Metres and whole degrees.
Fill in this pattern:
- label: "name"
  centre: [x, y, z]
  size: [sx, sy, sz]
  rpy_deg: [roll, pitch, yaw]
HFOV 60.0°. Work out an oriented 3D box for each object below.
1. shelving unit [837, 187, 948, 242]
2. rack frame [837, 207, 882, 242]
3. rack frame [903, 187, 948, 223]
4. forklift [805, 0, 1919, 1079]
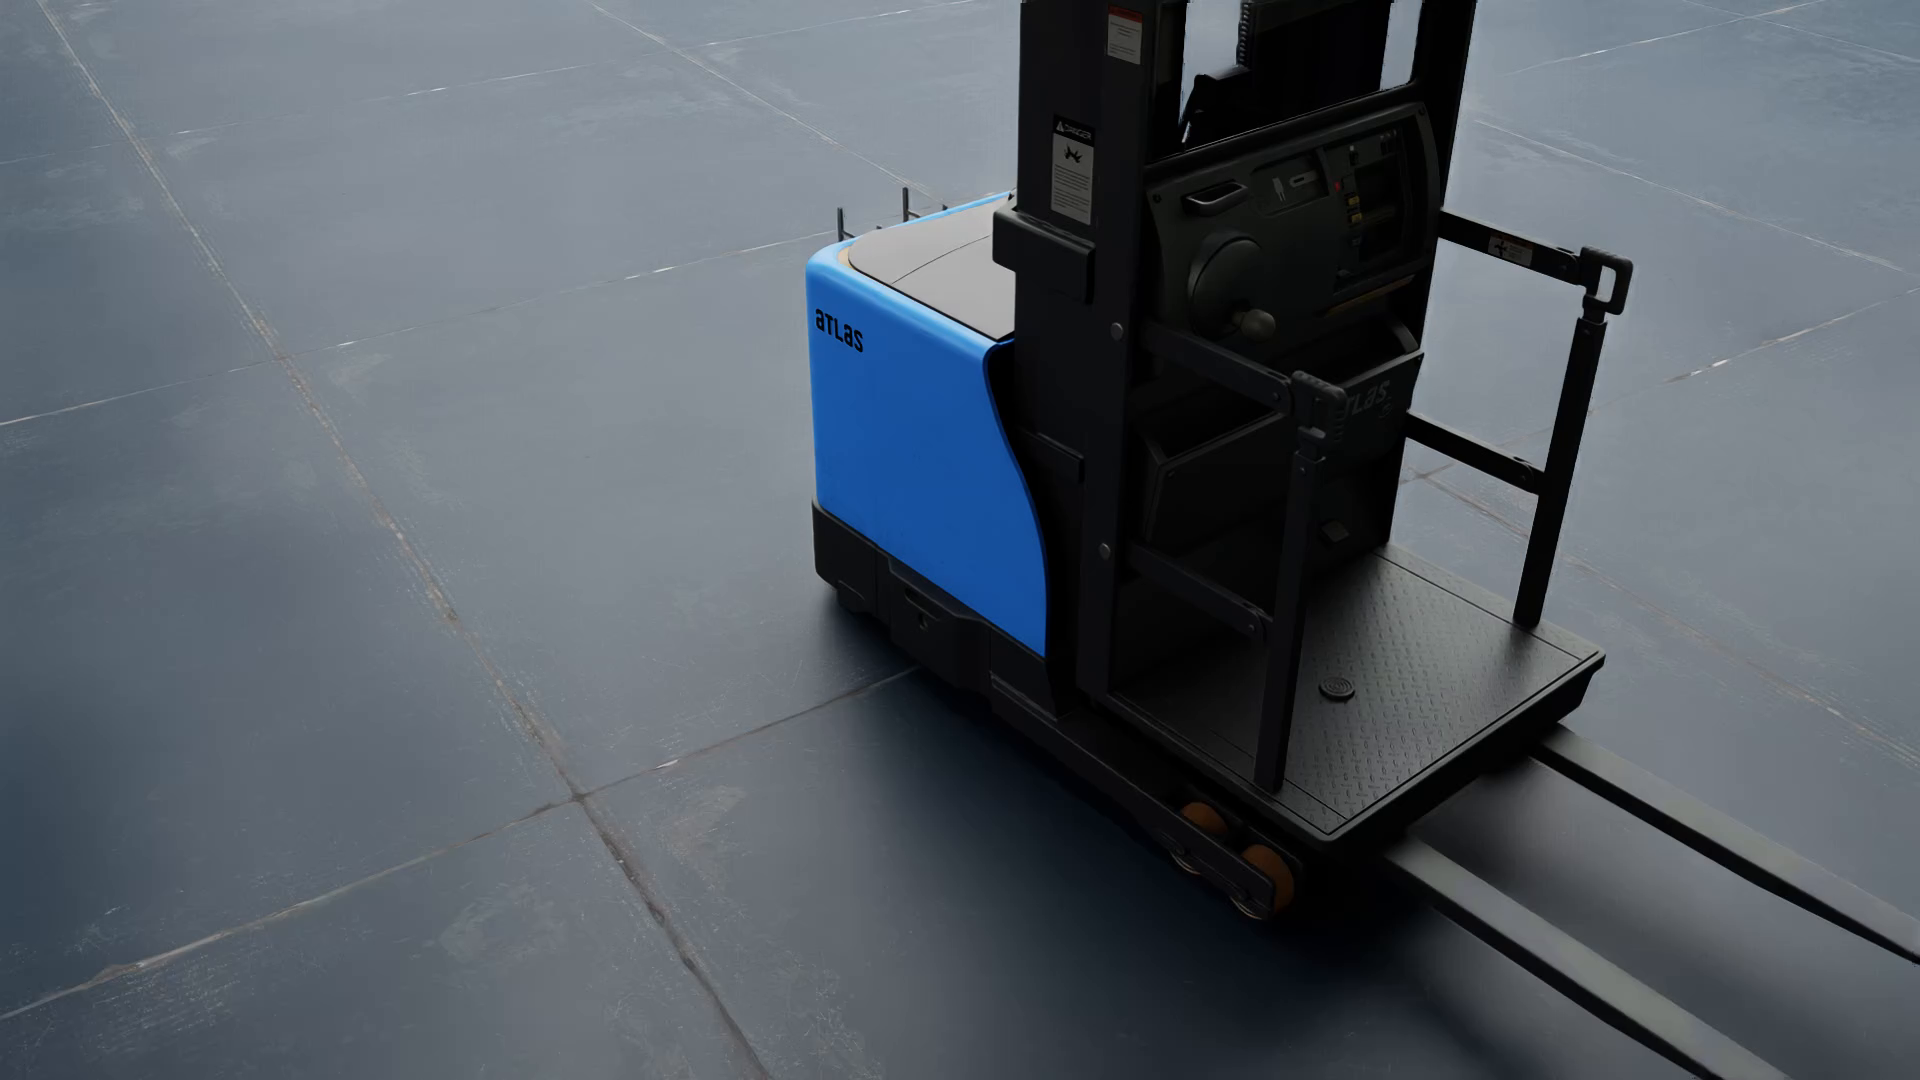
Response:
- label: "shelving unit"
  centre: [-0.195, -0.522, 5.094]
  size: [0.252, 1.050, 0.215]
  rpy_deg: [-25, 40, -34]
- label: "rack frame"
  centre: [-0.288, -0.480, 5.027]
  size: [0.008, 1.050, 0.200]
  rpy_deg: [-25, 40, -34]
- label: "rack frame"
  centre: [-0.103, -0.565, 5.161]
  size: [0.008, 1.050, 0.200]
  rpy_deg: [-25, 40, -34]
- label: "forklift"
  centre: [0.896, -0.668, 3.561]
  size: [1.130, 2.935, 3.031]
  rpy_deg: [-24, 39, -33]
